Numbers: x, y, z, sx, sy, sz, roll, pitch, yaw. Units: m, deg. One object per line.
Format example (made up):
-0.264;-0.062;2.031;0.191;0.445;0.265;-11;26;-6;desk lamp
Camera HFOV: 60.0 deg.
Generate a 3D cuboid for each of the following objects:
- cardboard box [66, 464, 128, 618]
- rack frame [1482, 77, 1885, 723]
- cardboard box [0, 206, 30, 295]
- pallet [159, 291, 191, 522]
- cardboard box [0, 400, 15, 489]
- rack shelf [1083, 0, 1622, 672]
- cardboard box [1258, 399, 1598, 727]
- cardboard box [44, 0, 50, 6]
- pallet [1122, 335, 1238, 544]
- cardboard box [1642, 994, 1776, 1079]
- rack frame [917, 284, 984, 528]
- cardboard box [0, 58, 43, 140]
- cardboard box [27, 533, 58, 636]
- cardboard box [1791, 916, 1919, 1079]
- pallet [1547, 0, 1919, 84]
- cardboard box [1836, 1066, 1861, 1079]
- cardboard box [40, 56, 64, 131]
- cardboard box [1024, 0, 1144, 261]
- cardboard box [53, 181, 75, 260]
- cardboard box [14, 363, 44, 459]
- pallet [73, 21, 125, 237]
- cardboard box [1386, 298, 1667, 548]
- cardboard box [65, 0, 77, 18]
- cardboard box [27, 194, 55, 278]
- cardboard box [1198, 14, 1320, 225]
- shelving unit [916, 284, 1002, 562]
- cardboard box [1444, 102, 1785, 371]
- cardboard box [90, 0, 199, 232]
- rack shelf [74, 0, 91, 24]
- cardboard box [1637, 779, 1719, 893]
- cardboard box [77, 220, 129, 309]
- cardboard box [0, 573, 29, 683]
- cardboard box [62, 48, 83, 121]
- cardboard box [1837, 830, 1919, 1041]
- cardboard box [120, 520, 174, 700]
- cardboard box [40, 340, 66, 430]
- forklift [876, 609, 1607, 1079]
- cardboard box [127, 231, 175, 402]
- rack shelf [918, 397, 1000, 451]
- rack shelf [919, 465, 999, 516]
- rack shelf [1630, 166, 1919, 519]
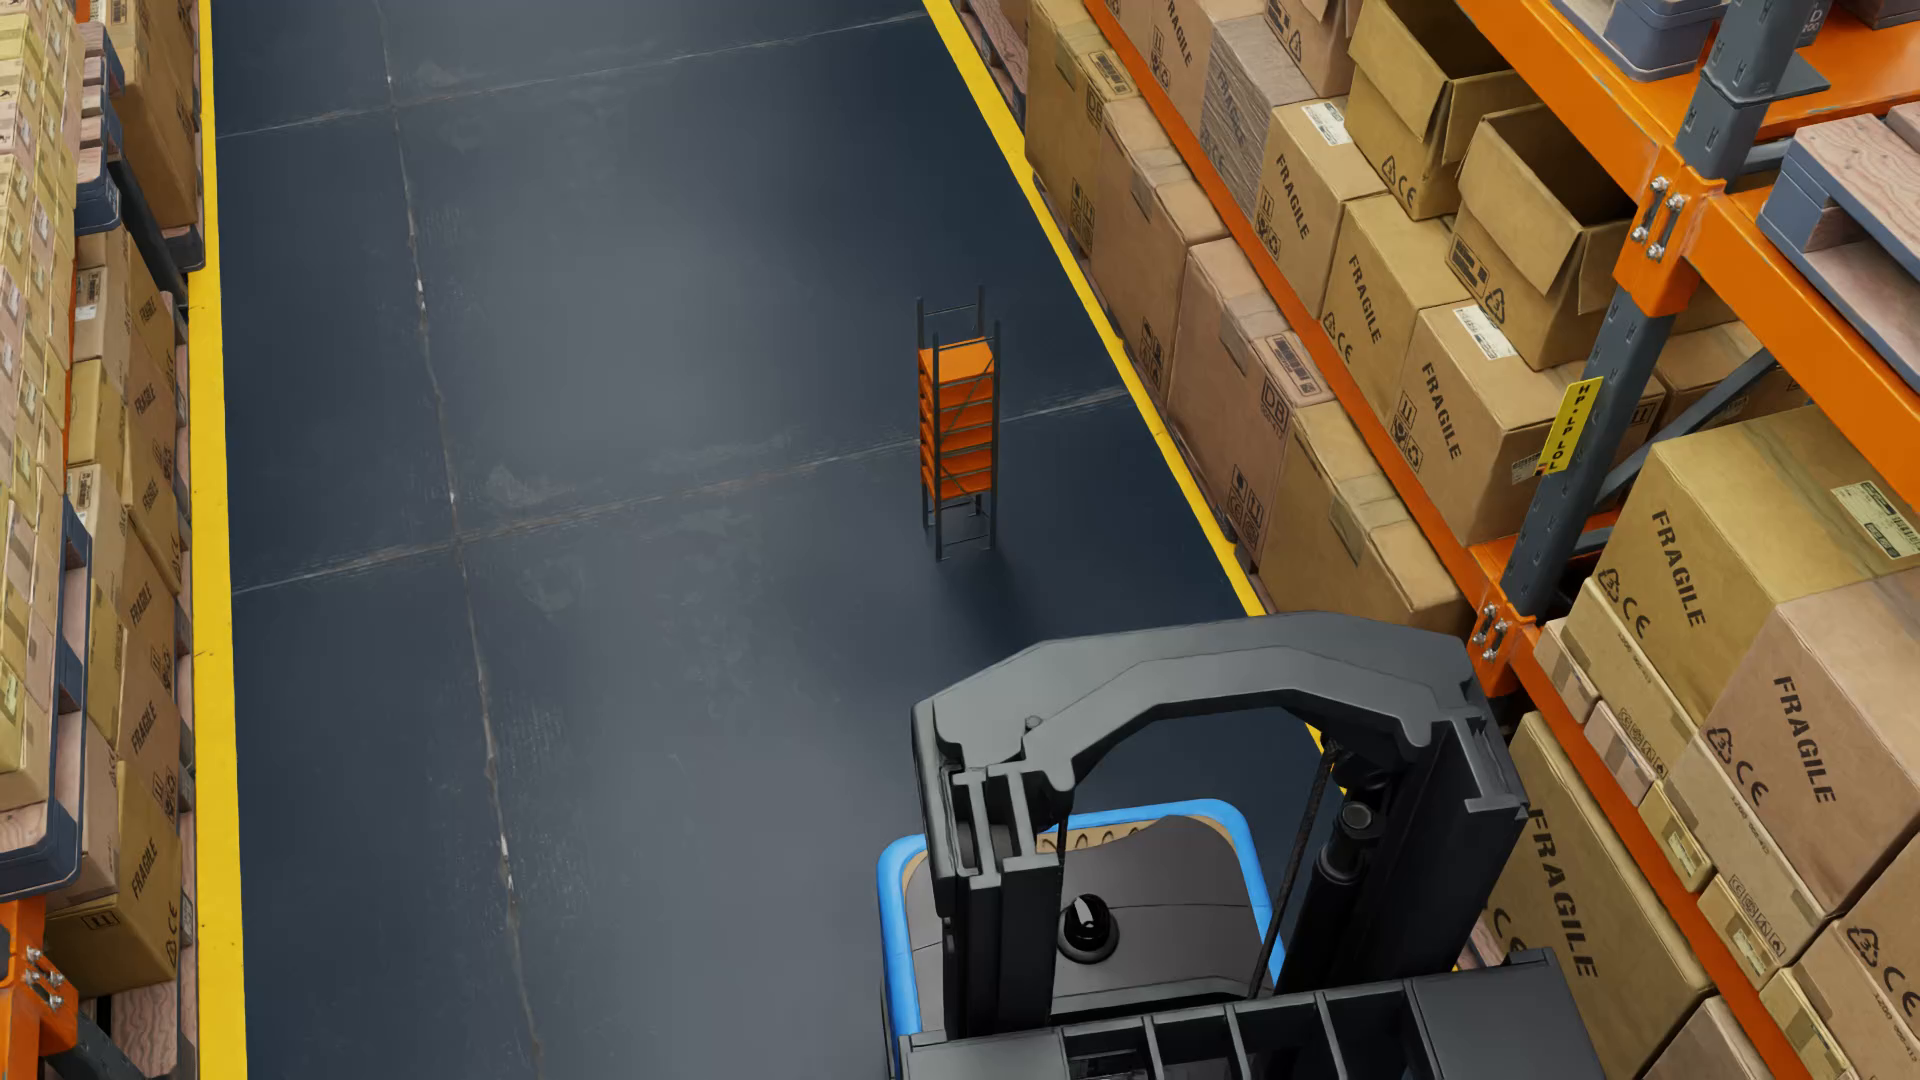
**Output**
-3.022;0.056;5.400;0.500;0.250;0.500;-12;51;-10;cardboard box
2.018;-0.059;4.628;1.000;3.000;0.127;-13;51;-11;rack frame
-2.893;-0.789;4.744;0.380;0.149;0.250;-12;51;-10;cardboard box
-3.703;-0.463;6.792;1.003;0.211;1.213;-13;51;-11;pallet
-2.660;-0.222;4.266;0.380;0.149;0.250;-14;51;-11;cardboard box
1.427;-1.288;6.134;1.077;0.370;4.000;-13;51;-11;rack shelf
1.810;0.028;5.670;1.225;0.875;0.875;-13;51;-11;cardboard box
-3.350;-1.925;5.701;0.380;0.149;0.250;-15;52;-12;cardboard box
1.354;-0.599;6.907;1.003;0.211;1.213;-13;51;-11;pallet
2.403;1.648;4.304;0.875;0.875;0.875;-13;51;-11;cardboard box
-0.031;-0.464;6.146;0.240;1.200;0.006;-13;51;-11;rack frame
-3.118;-1.355;5.221;0.380;0.149;0.250;-12;51;-10;cardboard box
-2.585;0.158;4.334;0.380;0.149;0.250;-13;51;-11;cardboard box
2.208;1.037;3.607;0.500;0.250;0.500;-12;51;-10;cardboard box
1.700;-1.623;4.109;0.805;0.209;1.217;-15;52;-12;pallet
2.172;1.260;3.680;0.380;0.149;0.250;-13;51;-11;cardboard box
-3.191;-1.439;5.486;0.380;0.149;0.250;-12;51;-10;cardboard box
1.019;-1.922;7.313;1.225;0.875;0.875;-15;52;-13;cardboard box
-3.048;-0.982;5.295;0.380;0.149;0.250;-15;52;-13;cardboard box
-2.742;-0.317;4.540;0.380;0.149;0.250;-11;51;-10;cardboard box
-3.620;-1.375;5.862;1.213;0.211;1.003;-13;51;-11;pallet
1.619;-0.371;4.825;0.500;0.500;0.500;-13;51;-11;cardboard box
-3.808;-2.354;6.497;0.500;0.500;0.500;-13;51;-11;cardboard box
-2.968;-0.884;5.018;0.380;0.149;0.250;-12;51;-10;cardboard box
1.175;-1.481;5.761;0.500;0.500;0.500;-13;51;-11;cardboard box
-0.004;-0.397;6.090;0.258;1.200;0.189;-13;51;-11;shelving unit
1.821;-0.879;4.597;0.797;0.503;0.637;-15;51;-12;cardboard box
-4.027;-1.808;7.299;1.050;0.750;0.750;-14;51;-11;cardboard box
-4.524;-3.162;7.714;1.077;0.370;4.000;-13;51;-11;rack shelf
1.944;0.697;4.154;0.380;0.149;0.250;-12;51;-10;cardboard box
-3.480;-1.064;6.345;0.500;0.250;0.500;-14;51;-12;cardboard box
-2.505;0.258;4.055;0.380;0.149;0.250;-14;51;-12;cardboard box
-3.276;-1.549;5.773;0.380;0.149;0.250;-13;51;-11;cardboard box
2.212;0.800;3.317;0.500;0.500;0.500;-15;51;-12;cardboard box
-3.041;0.294;5.690;0.500;0.500;0.500;-13;51;-10;cardboard box
-2.818;-0.410;4.813;0.380;0.149;0.250;-14;51;-12;cardboard box
0.480;1.617;3.259;1.130;2.935;3.031;-6;50;-5;forklift
-3.488;-0.841;6.647;0.500;0.500;0.500;-14;51;-11;cardboard box
-0.004;-0.446;6.032;0.258;0.103;0.180;-13;51;-11;rack shelf
-0.004;-0.214;6.307;0.258;0.103;0.180;-13;51;-11;rack shelf
2.610;0.667;2.524;1.077;0.370;4.000;-13;51;-11;rack shelf
